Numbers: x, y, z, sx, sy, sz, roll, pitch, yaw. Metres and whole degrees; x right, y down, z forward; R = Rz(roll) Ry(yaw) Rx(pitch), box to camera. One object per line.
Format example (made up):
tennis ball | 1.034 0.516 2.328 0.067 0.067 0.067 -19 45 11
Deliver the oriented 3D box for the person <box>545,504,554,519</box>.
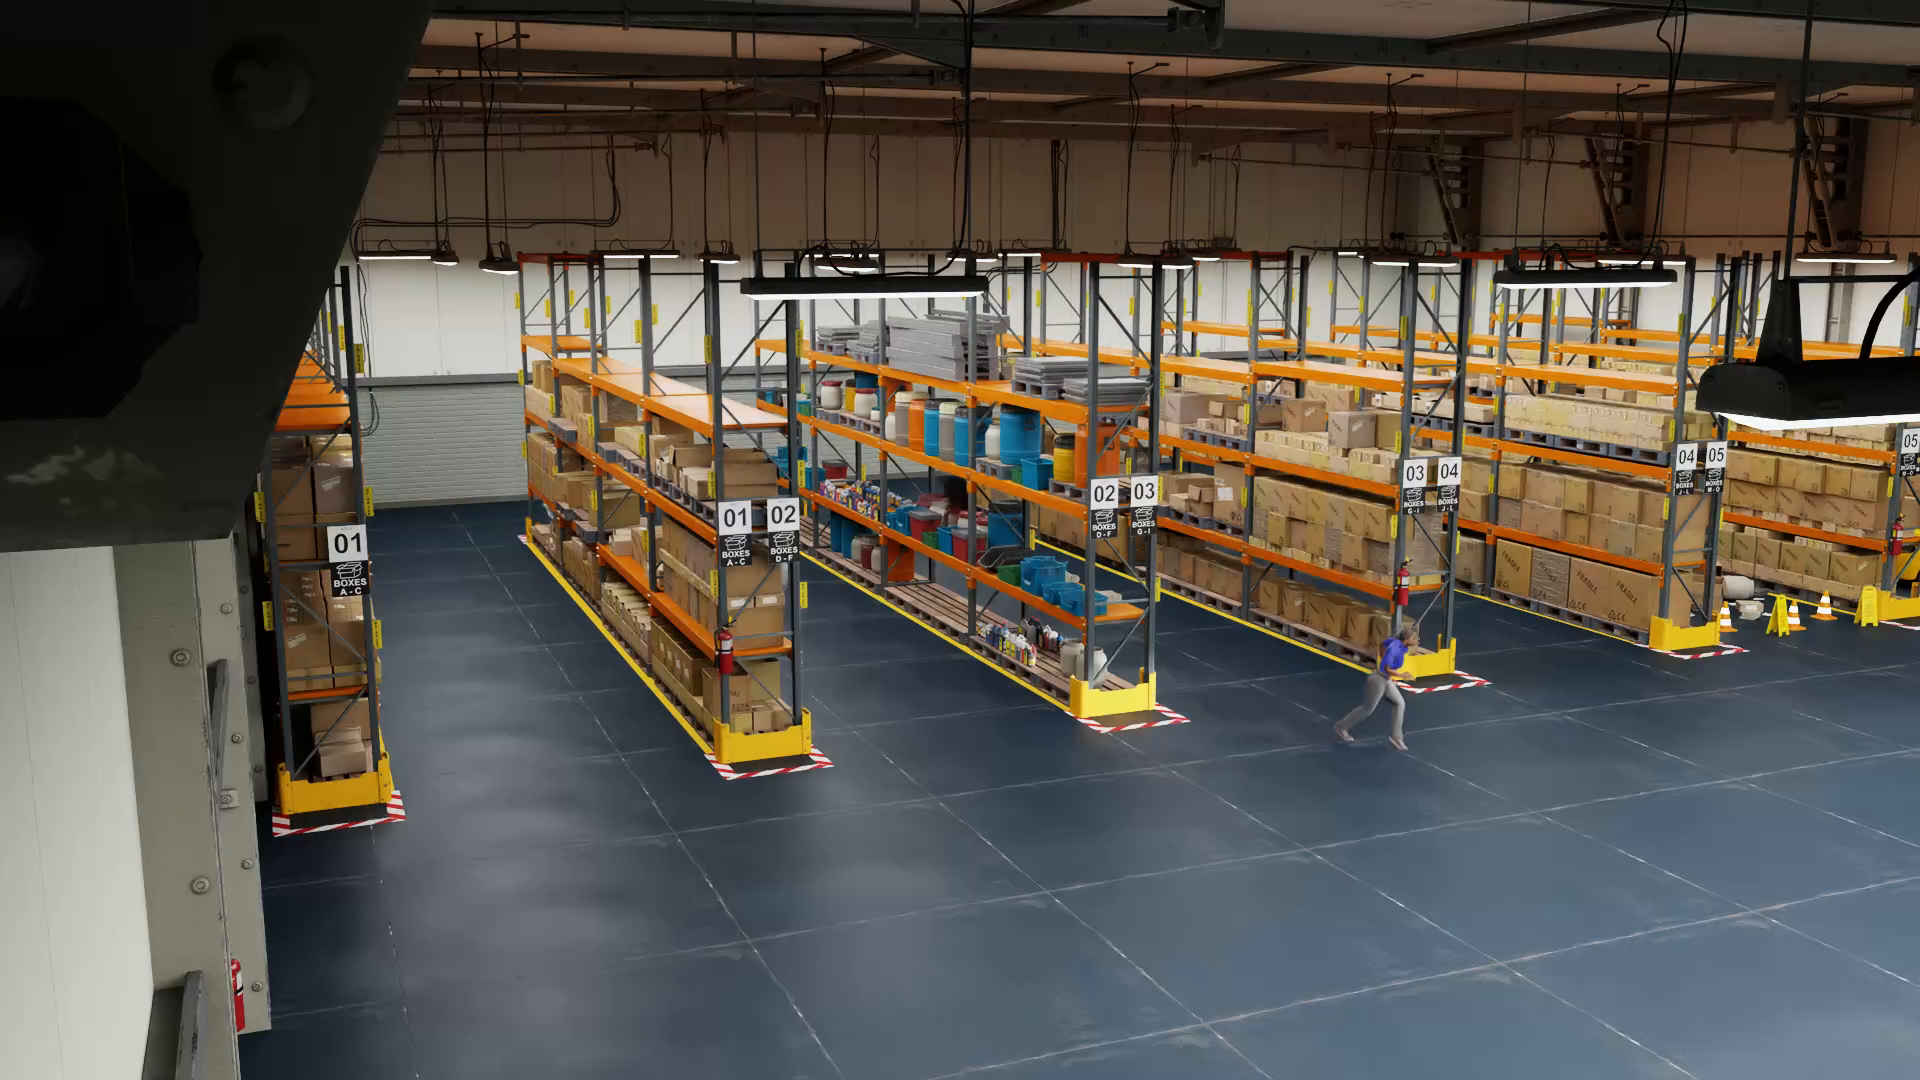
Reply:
person | -8.848 -1.151 36.600 0.770 1.743 0.726 2 11 11

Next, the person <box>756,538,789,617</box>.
person | -2.946 0.337 26.744 0.676 1.760 0.586 -6 12 -29

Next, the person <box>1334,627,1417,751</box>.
person | 5.188 1.840 20.791 0.962 1.615 0.619 3 11 18
